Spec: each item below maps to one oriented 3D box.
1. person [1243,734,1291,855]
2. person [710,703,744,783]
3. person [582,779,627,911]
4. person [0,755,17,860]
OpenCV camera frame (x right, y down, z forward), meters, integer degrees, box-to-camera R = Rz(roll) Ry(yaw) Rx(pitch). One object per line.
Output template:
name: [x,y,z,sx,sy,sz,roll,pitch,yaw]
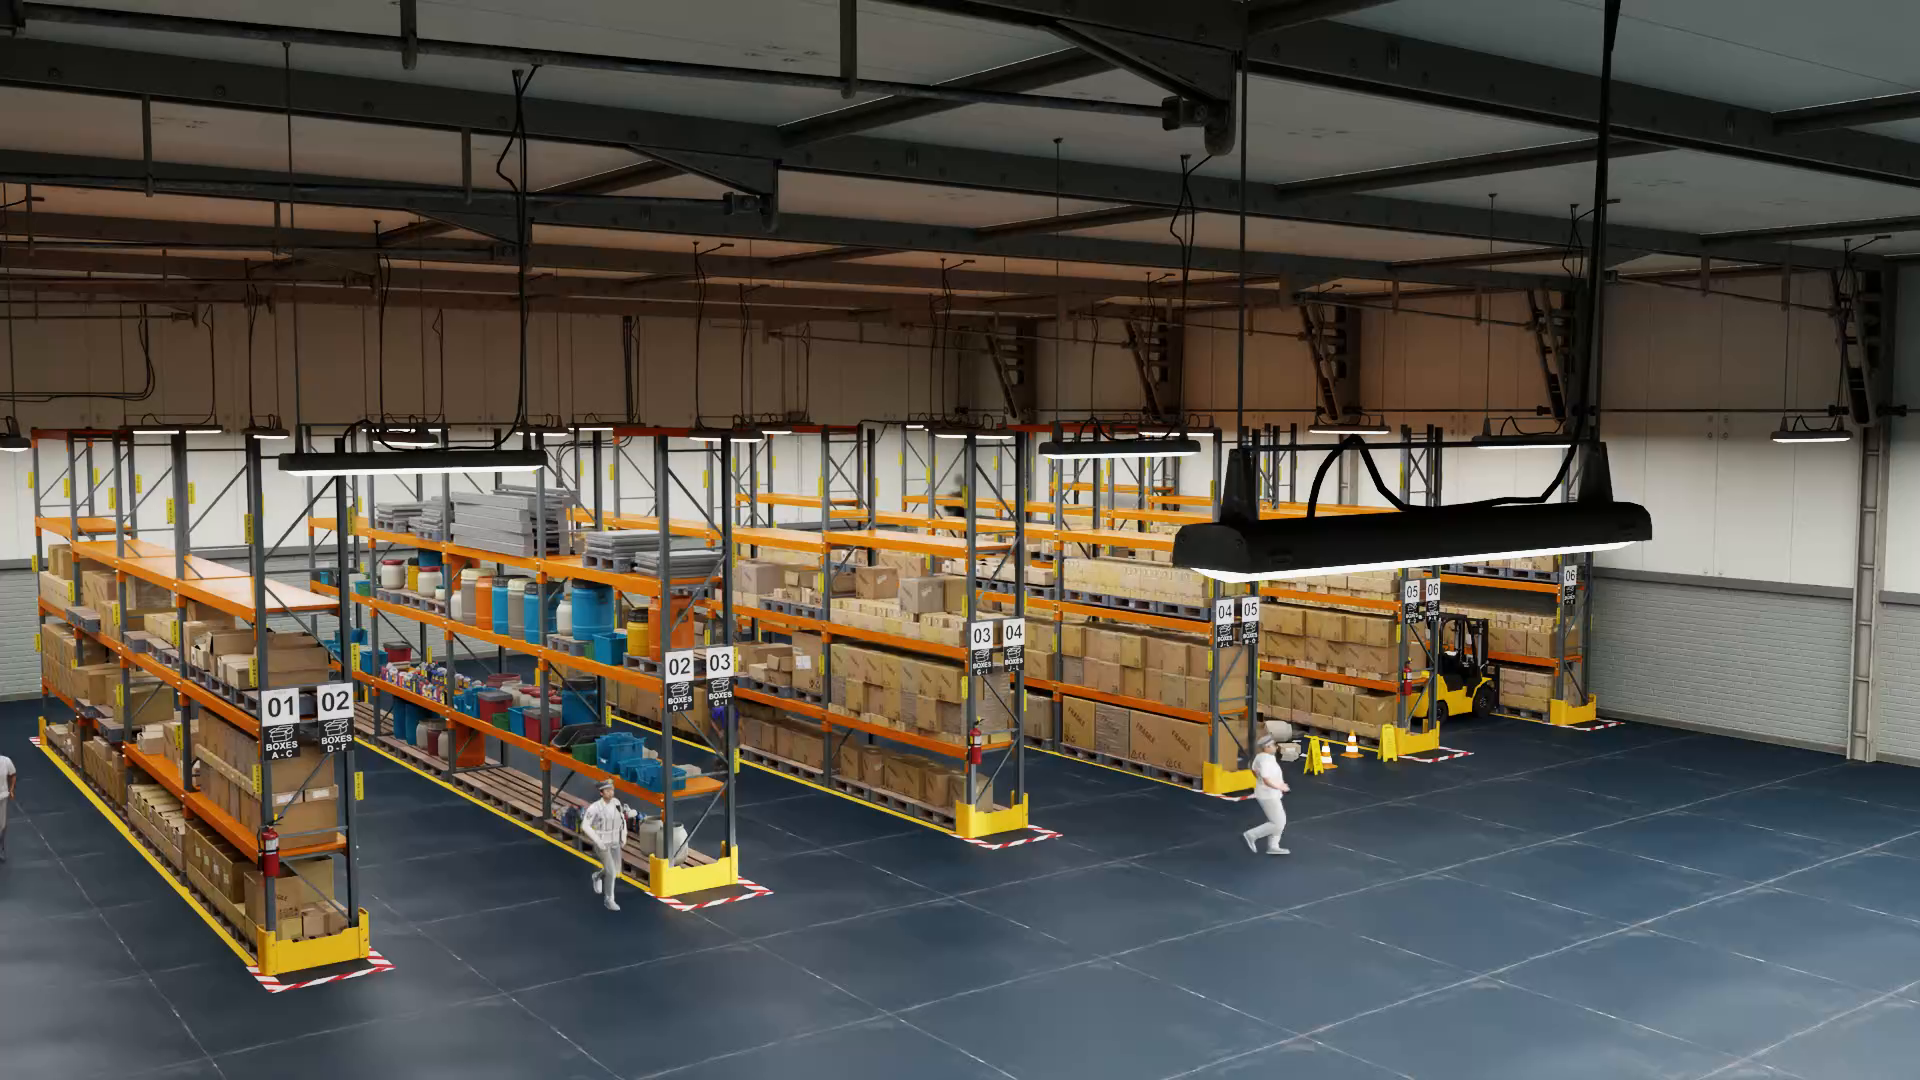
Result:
person: [4.341,3.610,23.565,0.697,1.734,0.668,0,4,-3]
person: [-3.916,3.365,28.201,0.559,1.523,0.575,4,6,42]
person: [-4.537,3.853,21.208,0.612,1.674,0.648,4,6,42]
person: [-13.652,3.634,23.422,0.713,1.728,0.558,-4,6,-44]
